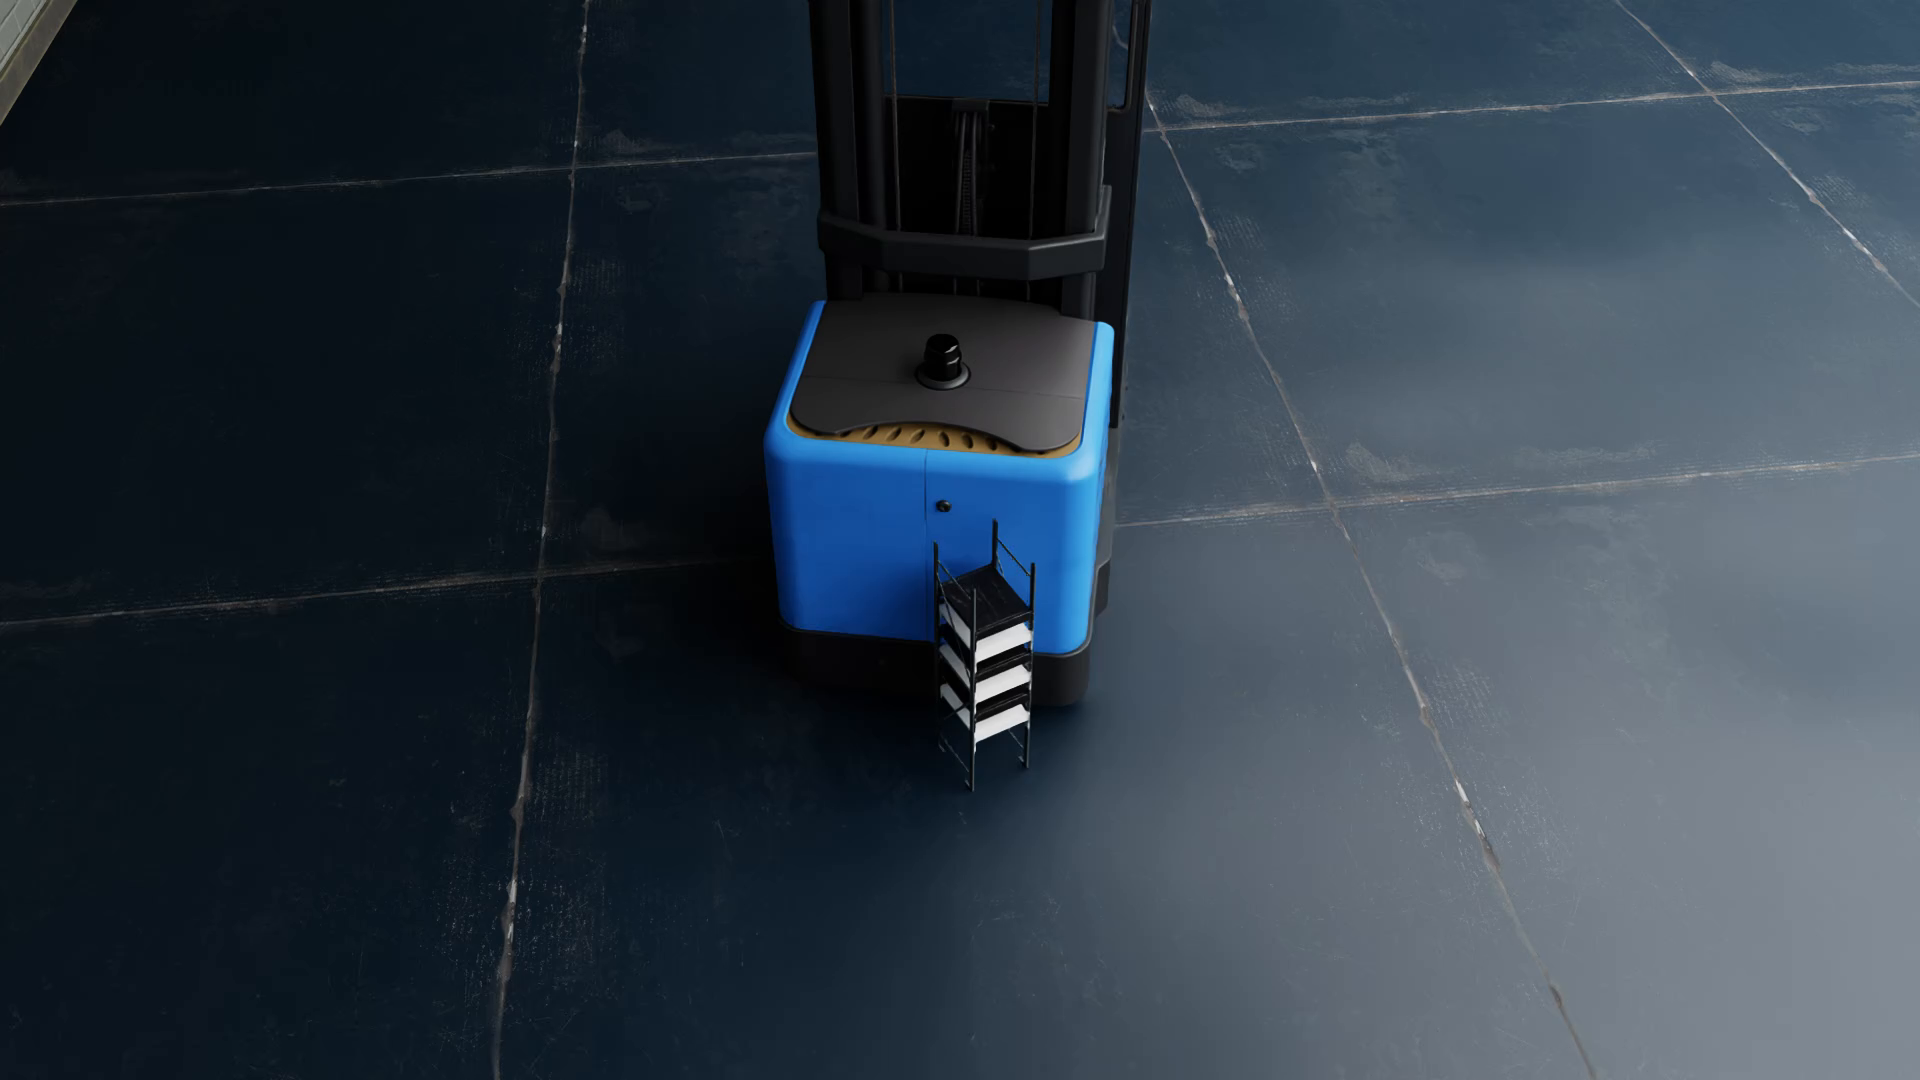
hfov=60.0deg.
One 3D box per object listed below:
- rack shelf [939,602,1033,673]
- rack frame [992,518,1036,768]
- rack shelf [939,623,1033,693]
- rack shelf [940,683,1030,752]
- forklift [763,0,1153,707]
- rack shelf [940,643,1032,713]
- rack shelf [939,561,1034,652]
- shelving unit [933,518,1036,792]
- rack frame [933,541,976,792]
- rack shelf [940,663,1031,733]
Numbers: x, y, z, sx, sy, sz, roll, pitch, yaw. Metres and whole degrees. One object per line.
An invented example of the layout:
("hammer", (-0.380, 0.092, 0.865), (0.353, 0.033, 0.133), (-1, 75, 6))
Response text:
("rack shelf", (0.071, 0.265, 5.066), (0.200, 0.077, 0.258), (-21, 46, -22))
("rack frame", (0.160, 0.340, 5.201), (0.006, 0.900, 0.240), (-21, 46, -22))
("rack shelf", (0.071, 0.332, 5.126), (0.200, 0.077, 0.258), (-21, 46, -22))
("rack shelf", (0.071, 0.532, 5.307), (0.200, 0.077, 0.258), (-21, 46, -22))
("forklift", (0.096, -1.523, 5.750), (1.130, 2.935, 3.031), (5, 42, 6))
("rack shelf", (0.071, 0.398, 5.186), (0.200, 0.077, 0.258), (-21, 46, -22))
("rack shelf", (0.071, 0.198, 5.005), (0.200, 0.077, 0.258), (-21, 46, -22))
("shelving unit", (0.071, 0.374, 5.164), (0.210, 0.900, 0.258), (-21, 46, -22))
("rack frame", (-0.017, 0.407, 5.127), (0.006, 0.900, 0.240), (-21, 46, -22))
("rack shelf", (0.071, 0.465, 5.247), (0.200, 0.077, 0.258), (-21, 46, -22))
